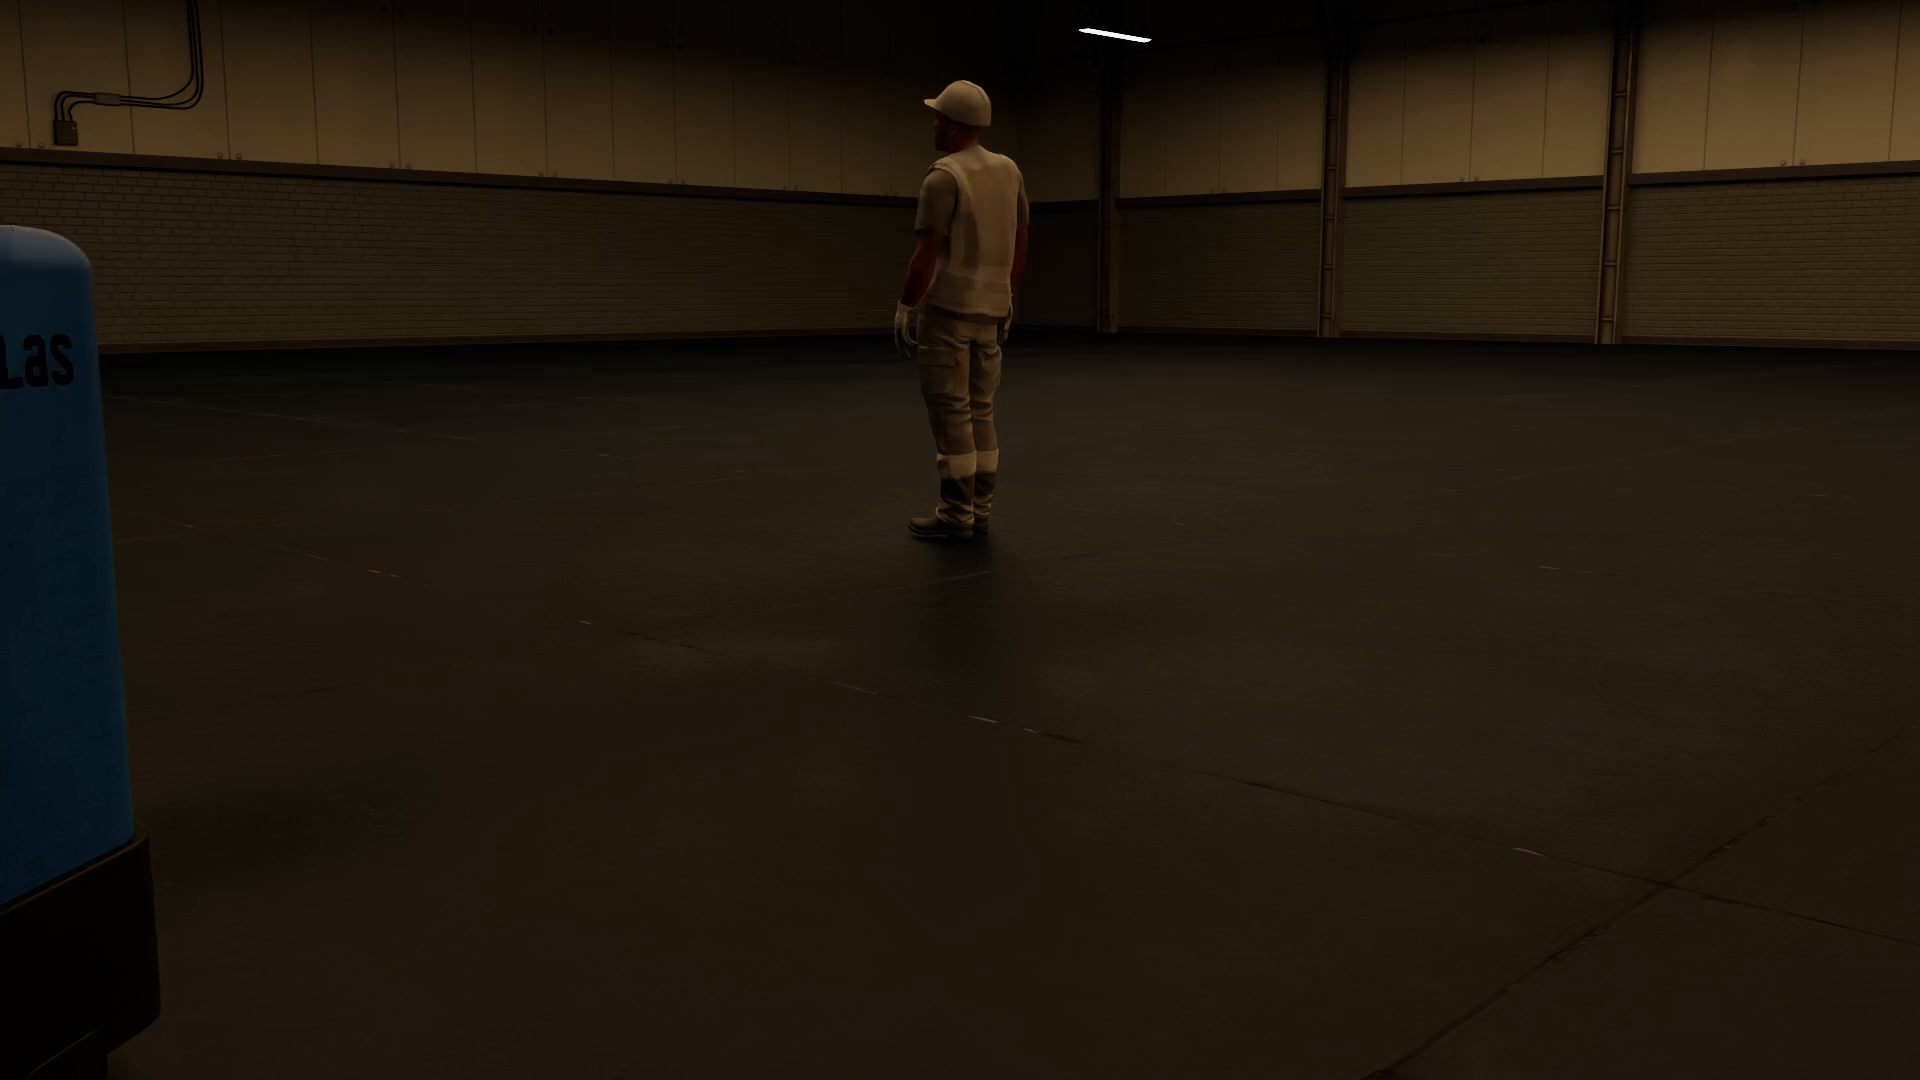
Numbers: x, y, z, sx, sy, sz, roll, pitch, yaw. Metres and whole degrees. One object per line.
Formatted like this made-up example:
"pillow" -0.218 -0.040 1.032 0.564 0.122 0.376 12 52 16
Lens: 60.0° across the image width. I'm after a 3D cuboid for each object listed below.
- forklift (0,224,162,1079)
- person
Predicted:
"forklift" -1.772 -0.563 0.611 1.130 2.935 3.031 1 9 9
"person" -0.049 -0.902 6.647 0.564 1.787 0.637 8 12 43
